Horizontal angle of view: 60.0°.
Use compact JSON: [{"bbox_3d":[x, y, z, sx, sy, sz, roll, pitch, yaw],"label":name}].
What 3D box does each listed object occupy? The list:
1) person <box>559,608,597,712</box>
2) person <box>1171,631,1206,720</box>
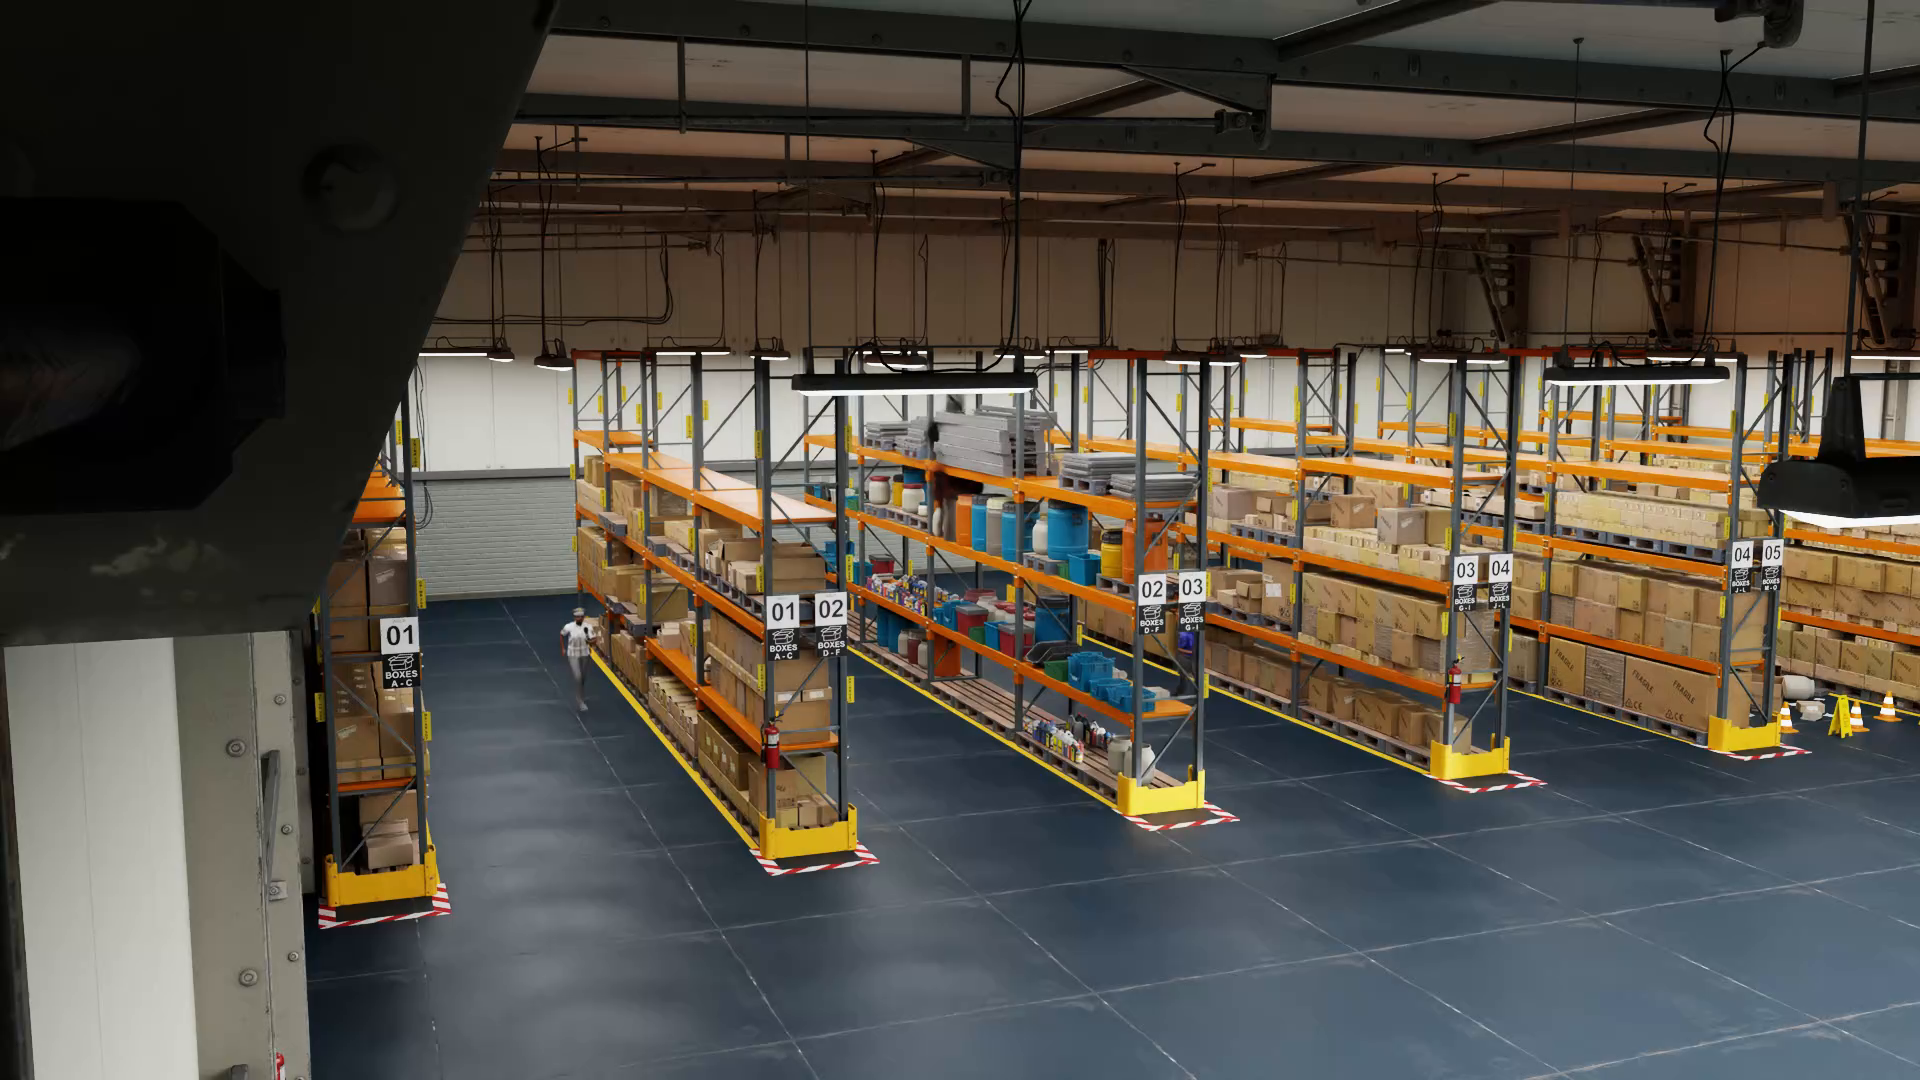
[{"bbox_3d":[-6.455,1.977,28.169,0.559,1.718,0.900,-4,8,-29],"label":"person"},{"bbox_3d":[3.813,2.129,27.631,0.601,1.598,0.917,-4,8,-28],"label":"person"}]
